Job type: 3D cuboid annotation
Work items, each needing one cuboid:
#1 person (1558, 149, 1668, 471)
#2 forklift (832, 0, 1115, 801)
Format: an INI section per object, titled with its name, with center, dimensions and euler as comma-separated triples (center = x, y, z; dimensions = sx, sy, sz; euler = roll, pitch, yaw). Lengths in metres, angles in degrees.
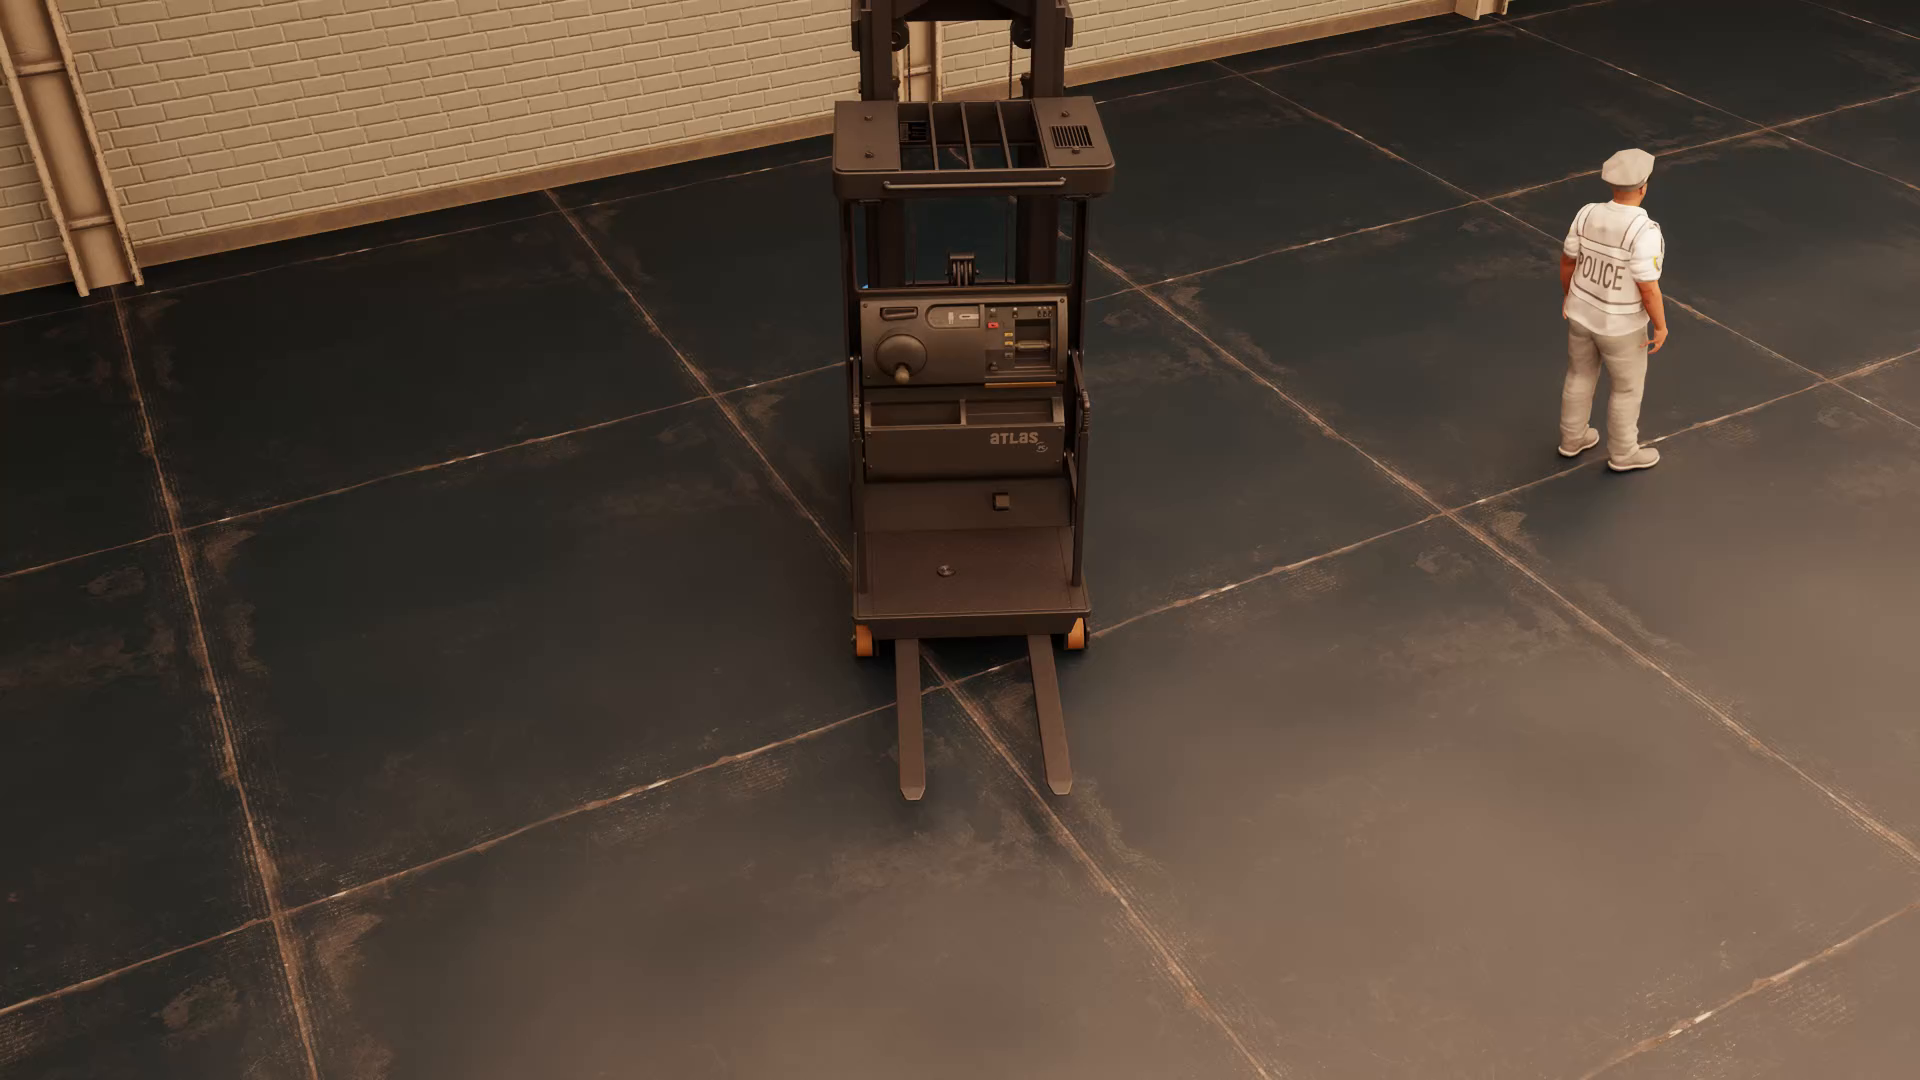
[person]
center = 3.507, -1.223, 8.836
dimensions = 0.576, 1.781, 0.640
euler = -21, 40, -27
[forklift]
center = 0.033, -0.837, 7.307
dimensions = 1.130, 2.935, 3.031
euler = -2, 35, -2
